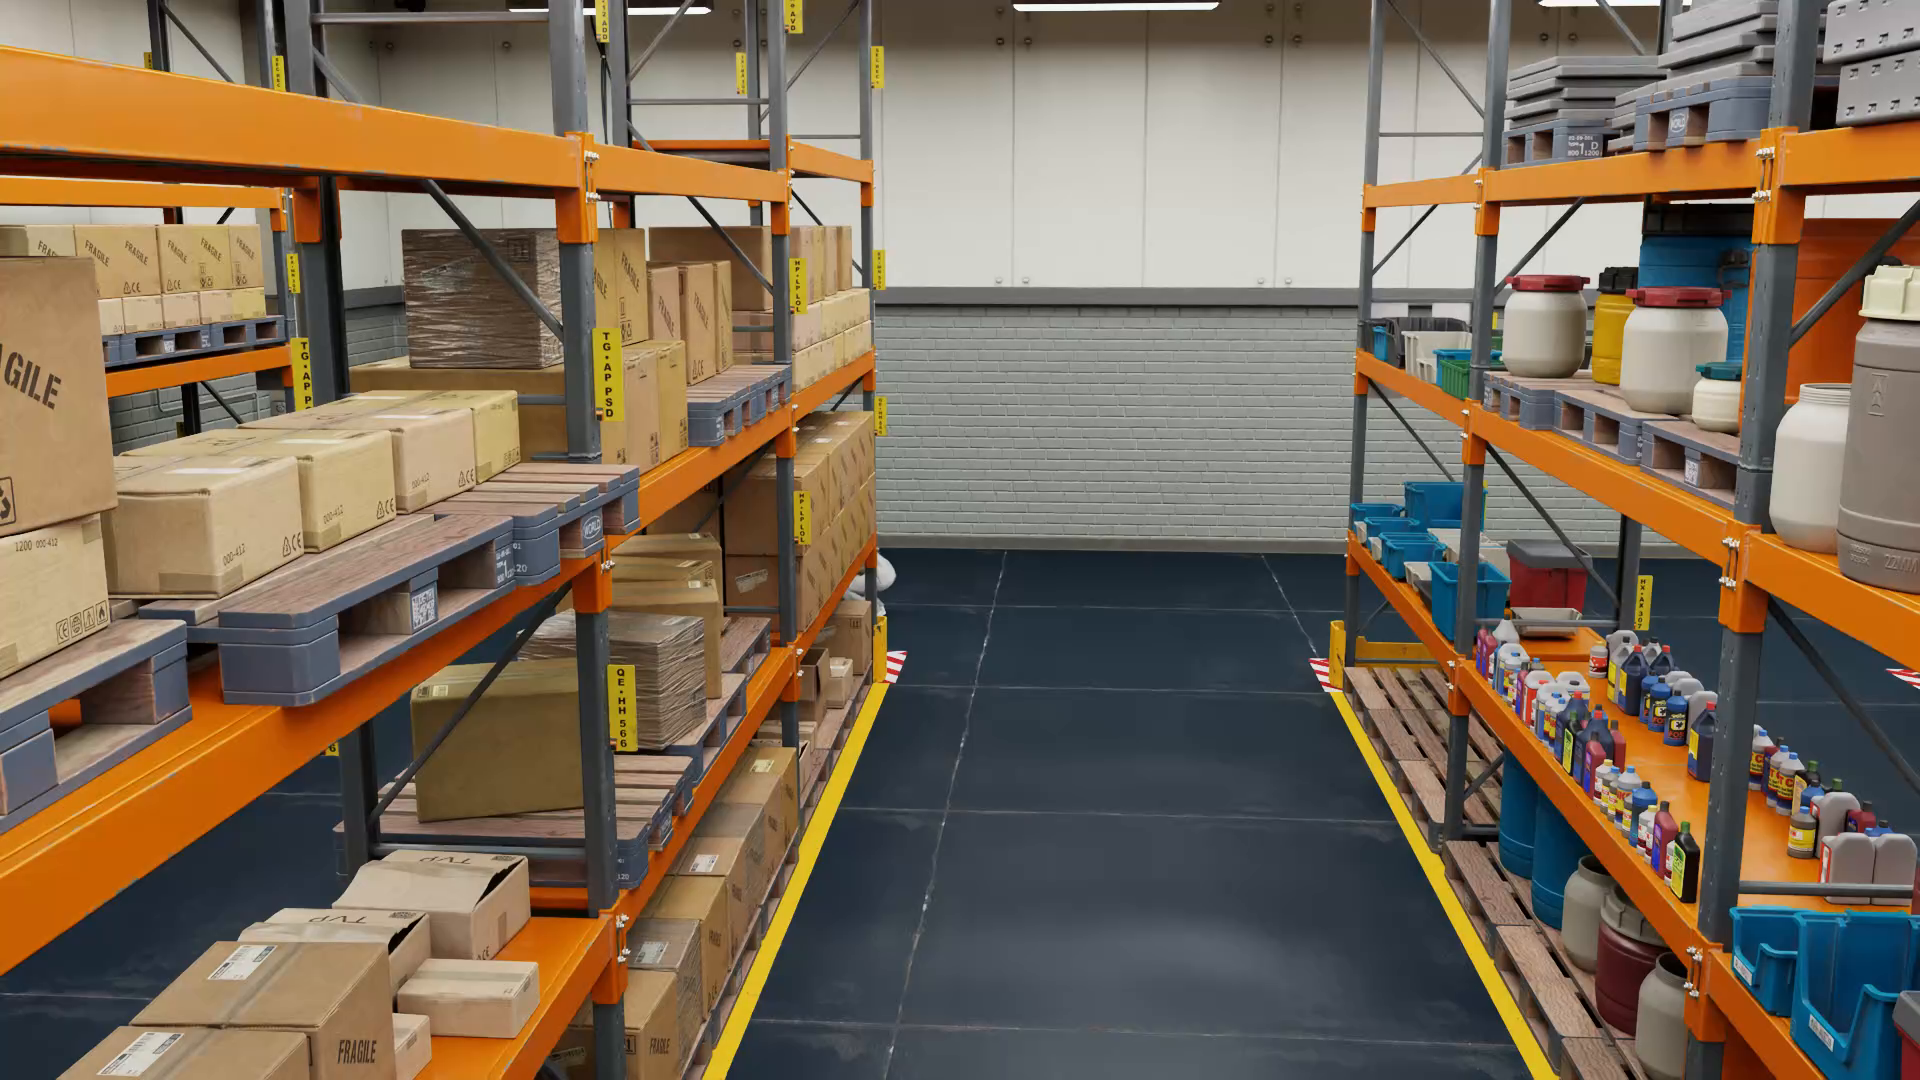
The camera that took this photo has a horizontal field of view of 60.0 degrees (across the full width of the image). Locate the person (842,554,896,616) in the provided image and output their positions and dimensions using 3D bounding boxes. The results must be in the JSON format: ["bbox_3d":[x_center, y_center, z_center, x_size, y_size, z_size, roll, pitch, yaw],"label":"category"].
[{"bbox_3d":[-1.033,0.404,16.338,0.801,0.734,0.477,1,11,4],"label":"person"}]
